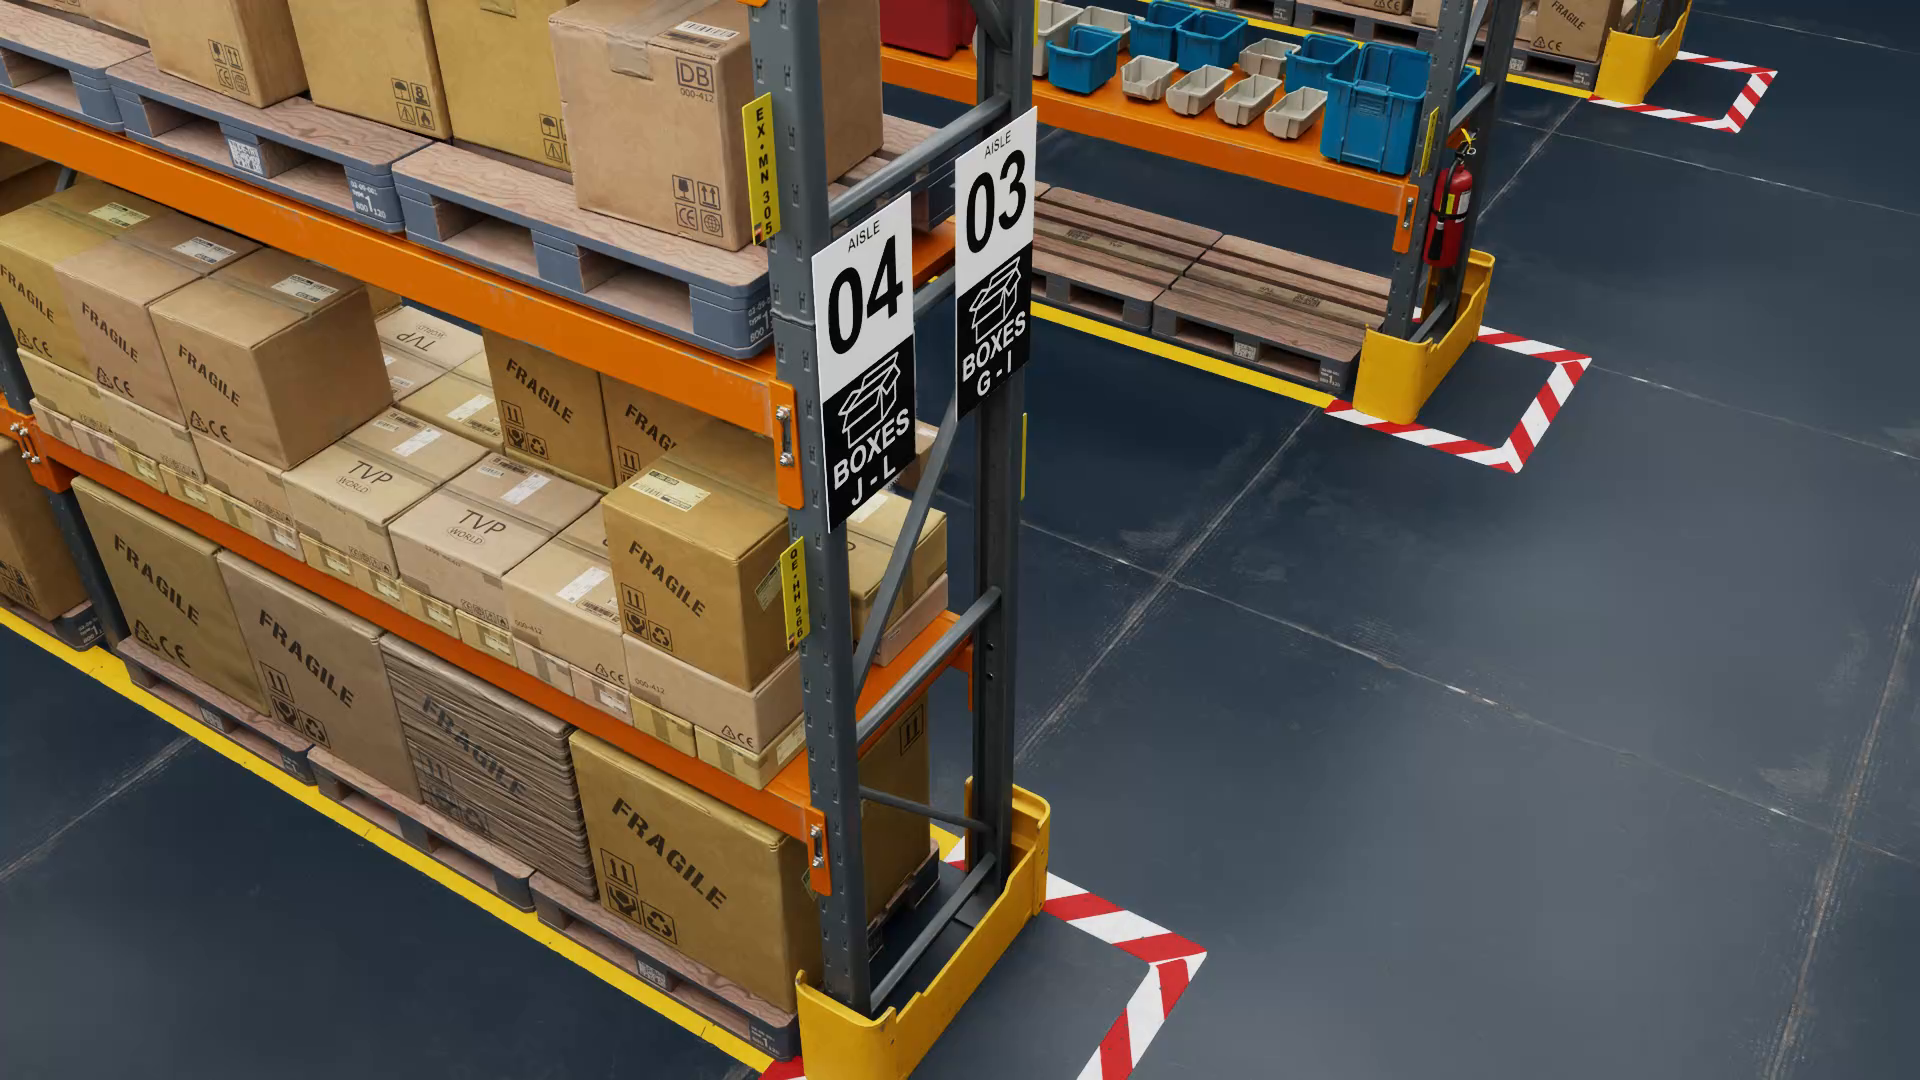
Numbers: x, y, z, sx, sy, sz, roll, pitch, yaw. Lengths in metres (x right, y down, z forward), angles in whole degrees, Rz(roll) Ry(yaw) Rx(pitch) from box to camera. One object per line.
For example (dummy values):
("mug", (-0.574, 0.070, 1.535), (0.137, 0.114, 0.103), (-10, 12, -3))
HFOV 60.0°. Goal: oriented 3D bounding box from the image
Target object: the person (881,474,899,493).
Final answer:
("person", (-0.526, -0.800, 7.711), (0.664, 1.789, 0.567), (10, 39, 13))
